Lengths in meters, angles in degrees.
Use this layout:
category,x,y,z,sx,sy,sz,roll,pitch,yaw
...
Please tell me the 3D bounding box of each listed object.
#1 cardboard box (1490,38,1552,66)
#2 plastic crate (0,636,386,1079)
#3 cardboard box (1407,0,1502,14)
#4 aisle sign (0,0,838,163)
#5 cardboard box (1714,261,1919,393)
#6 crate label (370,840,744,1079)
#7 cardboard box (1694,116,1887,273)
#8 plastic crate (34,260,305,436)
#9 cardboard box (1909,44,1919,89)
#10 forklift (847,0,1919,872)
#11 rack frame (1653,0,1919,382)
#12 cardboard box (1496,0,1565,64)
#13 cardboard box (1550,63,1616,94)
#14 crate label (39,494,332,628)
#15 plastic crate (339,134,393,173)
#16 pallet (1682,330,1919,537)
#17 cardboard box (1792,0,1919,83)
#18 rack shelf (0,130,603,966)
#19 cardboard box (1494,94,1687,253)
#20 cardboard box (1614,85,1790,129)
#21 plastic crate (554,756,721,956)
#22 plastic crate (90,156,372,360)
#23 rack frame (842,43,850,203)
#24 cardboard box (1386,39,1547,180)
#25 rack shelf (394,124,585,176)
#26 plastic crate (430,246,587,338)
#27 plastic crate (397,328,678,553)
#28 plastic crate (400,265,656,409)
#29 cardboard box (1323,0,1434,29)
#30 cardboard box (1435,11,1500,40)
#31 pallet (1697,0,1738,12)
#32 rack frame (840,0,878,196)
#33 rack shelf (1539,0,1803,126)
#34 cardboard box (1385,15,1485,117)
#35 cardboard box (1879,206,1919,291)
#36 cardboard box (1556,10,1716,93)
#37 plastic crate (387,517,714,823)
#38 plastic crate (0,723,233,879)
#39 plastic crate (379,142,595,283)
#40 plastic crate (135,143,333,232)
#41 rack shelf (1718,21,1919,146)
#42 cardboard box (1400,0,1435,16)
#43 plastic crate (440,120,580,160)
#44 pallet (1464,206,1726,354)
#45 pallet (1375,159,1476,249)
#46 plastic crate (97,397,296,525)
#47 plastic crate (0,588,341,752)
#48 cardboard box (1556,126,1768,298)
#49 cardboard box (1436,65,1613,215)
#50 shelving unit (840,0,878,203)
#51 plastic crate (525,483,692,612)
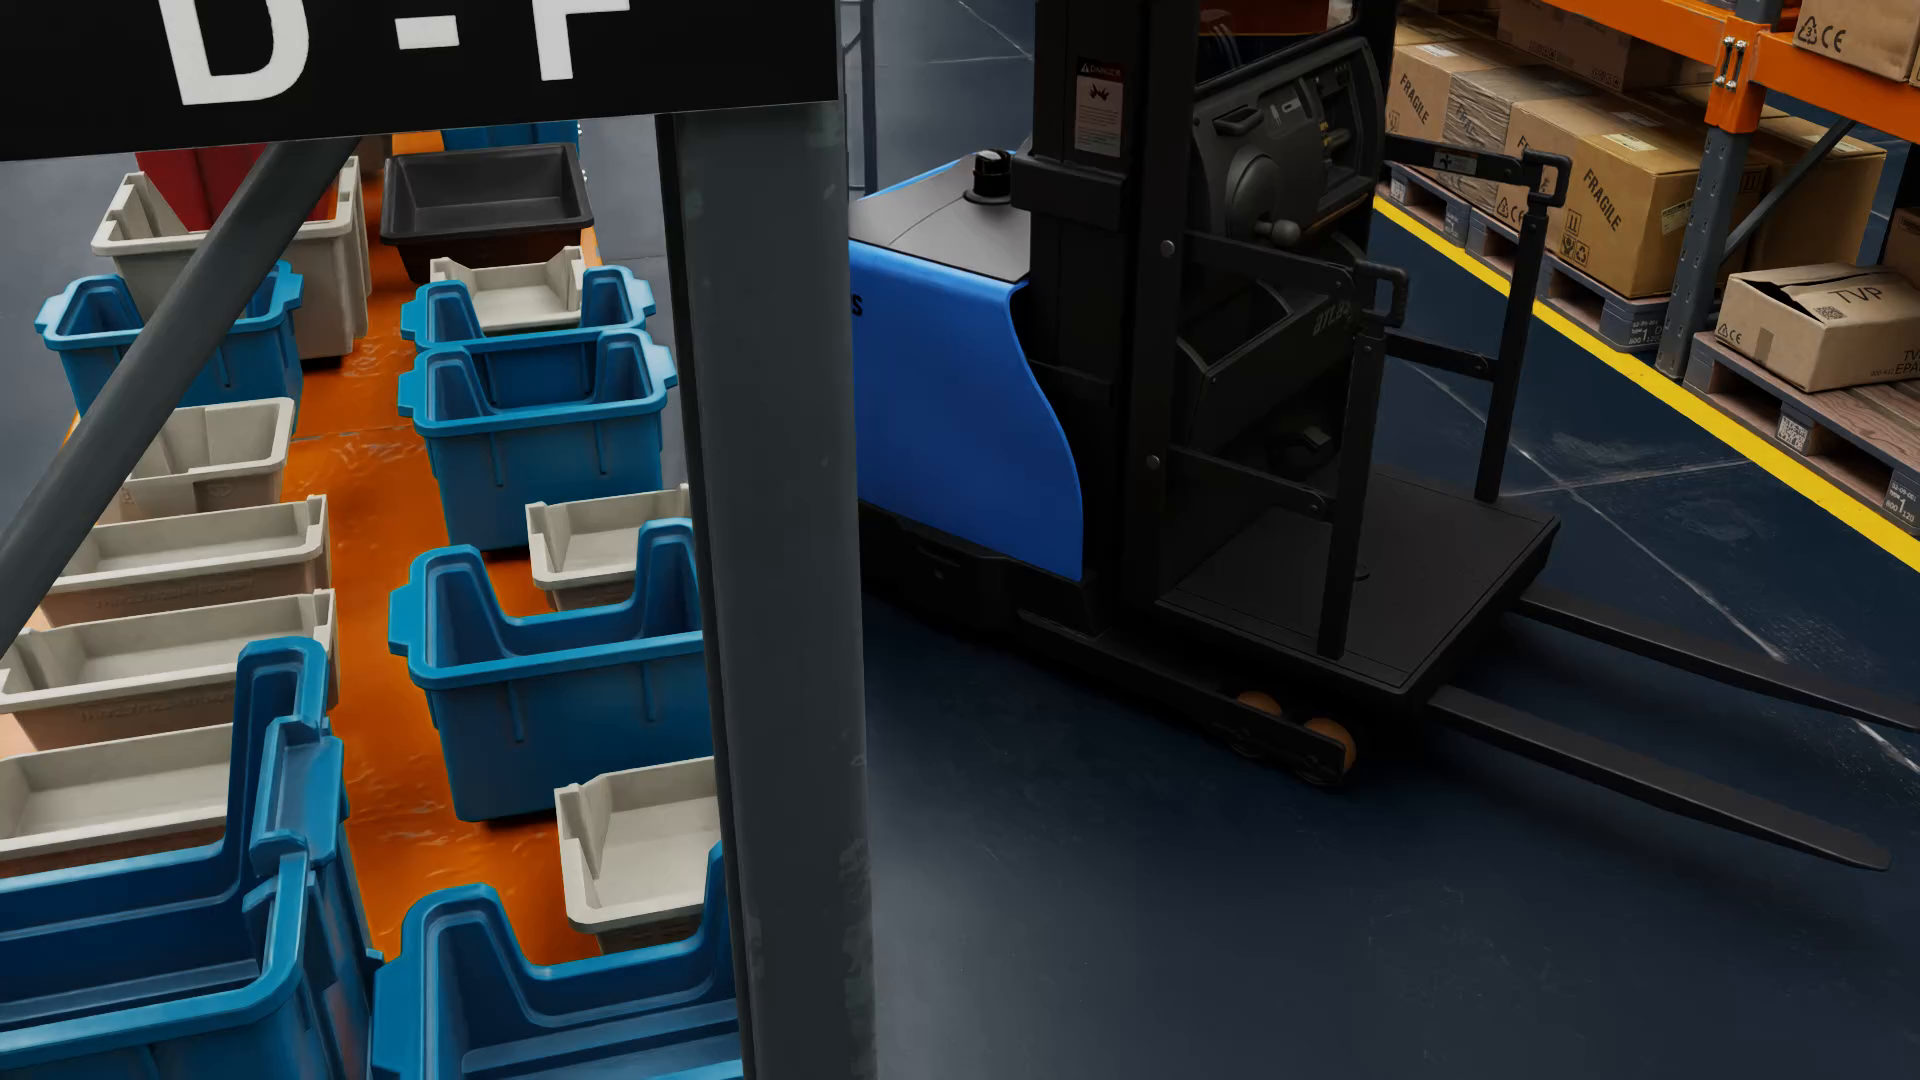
category,x,y,z,sx,sy,sz,roll,pitch,yaw
cardboard box,2.854,-2.109,7.955,0.500,0.500,0.500,-9,31,-15
plastic crate,-0.825,0.419,1.436,0.616,0.435,0.499,-8,31,-13
cardboard box,2.591,-2.909,8.589,0.500,0.250,0.500,-7,31,-11
aisle sign,-0.250,-0.532,0.581,0.394,0.787,0.004,-8,31,-13
cardboard box,3.062,-0.787,5.860,0.500,0.311,0.500,-8,31,-13
crate label,-0.304,0.481,1.532,0.416,0.233,0.303,-8,31,-13
cardboard box,3.266,-1.366,6.672,0.500,0.500,0.500,-9,31,-16
plastic crate,-1.348,-0.314,2.905,0.416,0.233,0.300,-8,31,-13
cardboard box,3.171,-1.505,4.757,0.500,0.500,0.500,-7,31,-12
forklift,0.985,-0.954,3.973,3.031,2.935,1.130,21,36,31
rack frame,3.159,-1.991,5.696,1.000,3.000,0.127,-8,31,-13
cardboard box,2.867,-2.416,7.737,0.500,0.250,0.500,-8,31,-14
cardboard box,2.988,-1.864,7.533,0.500,0.500,0.500,-7,31,-13
crate label,-1.107,0.043,2.385,0.396,0.136,0.243,-8,31,-13
plastic crate,-1.632,-1.003,4.191,0.396,0.136,0.243,-8,31,-13
pallet,3.341,-0.453,5.821,1.003,0.211,1.213,-8,31,-13
cardboard box,3.032,-1.752,5.183,0.500,0.500,0.500,-7,31,-12
rack shelf,-1.087,-0.057,3.073,1.077,0.370,4.000,-8,31,-13
cardboard box,2.629,-1.540,6.972,0.500,0.500,0.500,-8,31,-13
cardboard box,3.113,-1.622,7.114,0.500,0.500,0.500,-7,31,-13
plastic crate,-0.309,0.357,1.843,0.250,0.136,0.298,-8,31,-13
plastic crate,-1.390,-0.547,3.260,0.437,0.282,0.530,-8,31,-13
rack frame,-0.575,-0.739,5.029,0.500,1.500,0.032,1,30,2
cardboard box,2.359,-2.028,7.815,0.500,0.500,0.500,-9,31,-15
rack shelf,-2.148,-1.989,6.410,1.077,0.370,4.000,-8,31,-13
plastic crate,-0.865,-0.445,3.228,0.293,0.136,0.466,-8,31,-13
plastic crate,-0.653,-0.155,2.631,0.416,0.233,0.300,-8,31,-13
plastic crate,-0.733,-0.300,2.881,0.416,0.233,0.300,-8,31,-13
cardboard box,2.087,-2.522,8.669,0.500,0.500,0.500,-9,31,-15
cardboard box,2.709,-2.361,8.391,0.500,0.500,0.500,-9,31,-15
pallet,3.052,-2.309,6.436,1.003,0.211,1.213,-8,31,-13
rack frame,-0.542,-1.248,5.908,0.500,1.500,0.032,1,30,2
rack shelf,2.628,-2.646,7.545,1.077,0.370,4.000,-8,31,-13
cardboard box,2.215,-2.279,8.249,0.500,0.500,0.500,-8,31,-14
cardboard box,3.584,-0.862,5.802,0.500,0.500,0.500,-8,31,-13
cardboard box,3.000,-2.173,7.318,0.500,0.250,0.500,-8,31,-13
plastic crate,-0.479,0.163,2.082,0.416,0.233,0.300,-8,31,-13
plastic crate,-0.947,0.316,1.914,0.396,0.136,0.243,-8,31,-13
plastic crate,-1.061,-0.737,3.743,0.437,0.125,0.590,-8,31,-13
plastic crate,-1.622,-0.924,3.728,0.402,0.464,0.583,-8,31,-13
rack shelf,3.690,-0.714,4.207,1.077,0.370,4.000,-8,31,-13
cardboard box,2.572,-2.611,8.823,0.500,0.500,0.500,-7,31,-11
plastic crate,-1.165,-1.173,4.239,0.392,0.384,0.575,-8,31,-13
pallet,2.907,-1.172,7.065,1.003,0.211,1.213,-8,31,-13
pallet,2.579,-1.763,8.085,1.003,0.211,1.213,-8,31,-13
plastic crate,-1.204,-0.098,2.628,0.298,0.136,0.250,-8,31,-13
plastic crate,-1.010,0.174,2.159,0.396,0.136,0.243,-8,31,-13
cardboard box,2.752,-1.300,6.558,0.500,0.500,0.500,-8,31,-14
cardboard box,2.496,-1.782,7.391,0.500,0.500,0.500,-7,31,-13
shelving unit,-0.559,-0.993,5.469,0.538,1.500,1.048,1,30,2
plastic crate,-0.489,0.029,2.409,0.250,0.136,0.298,-8,31,-13
